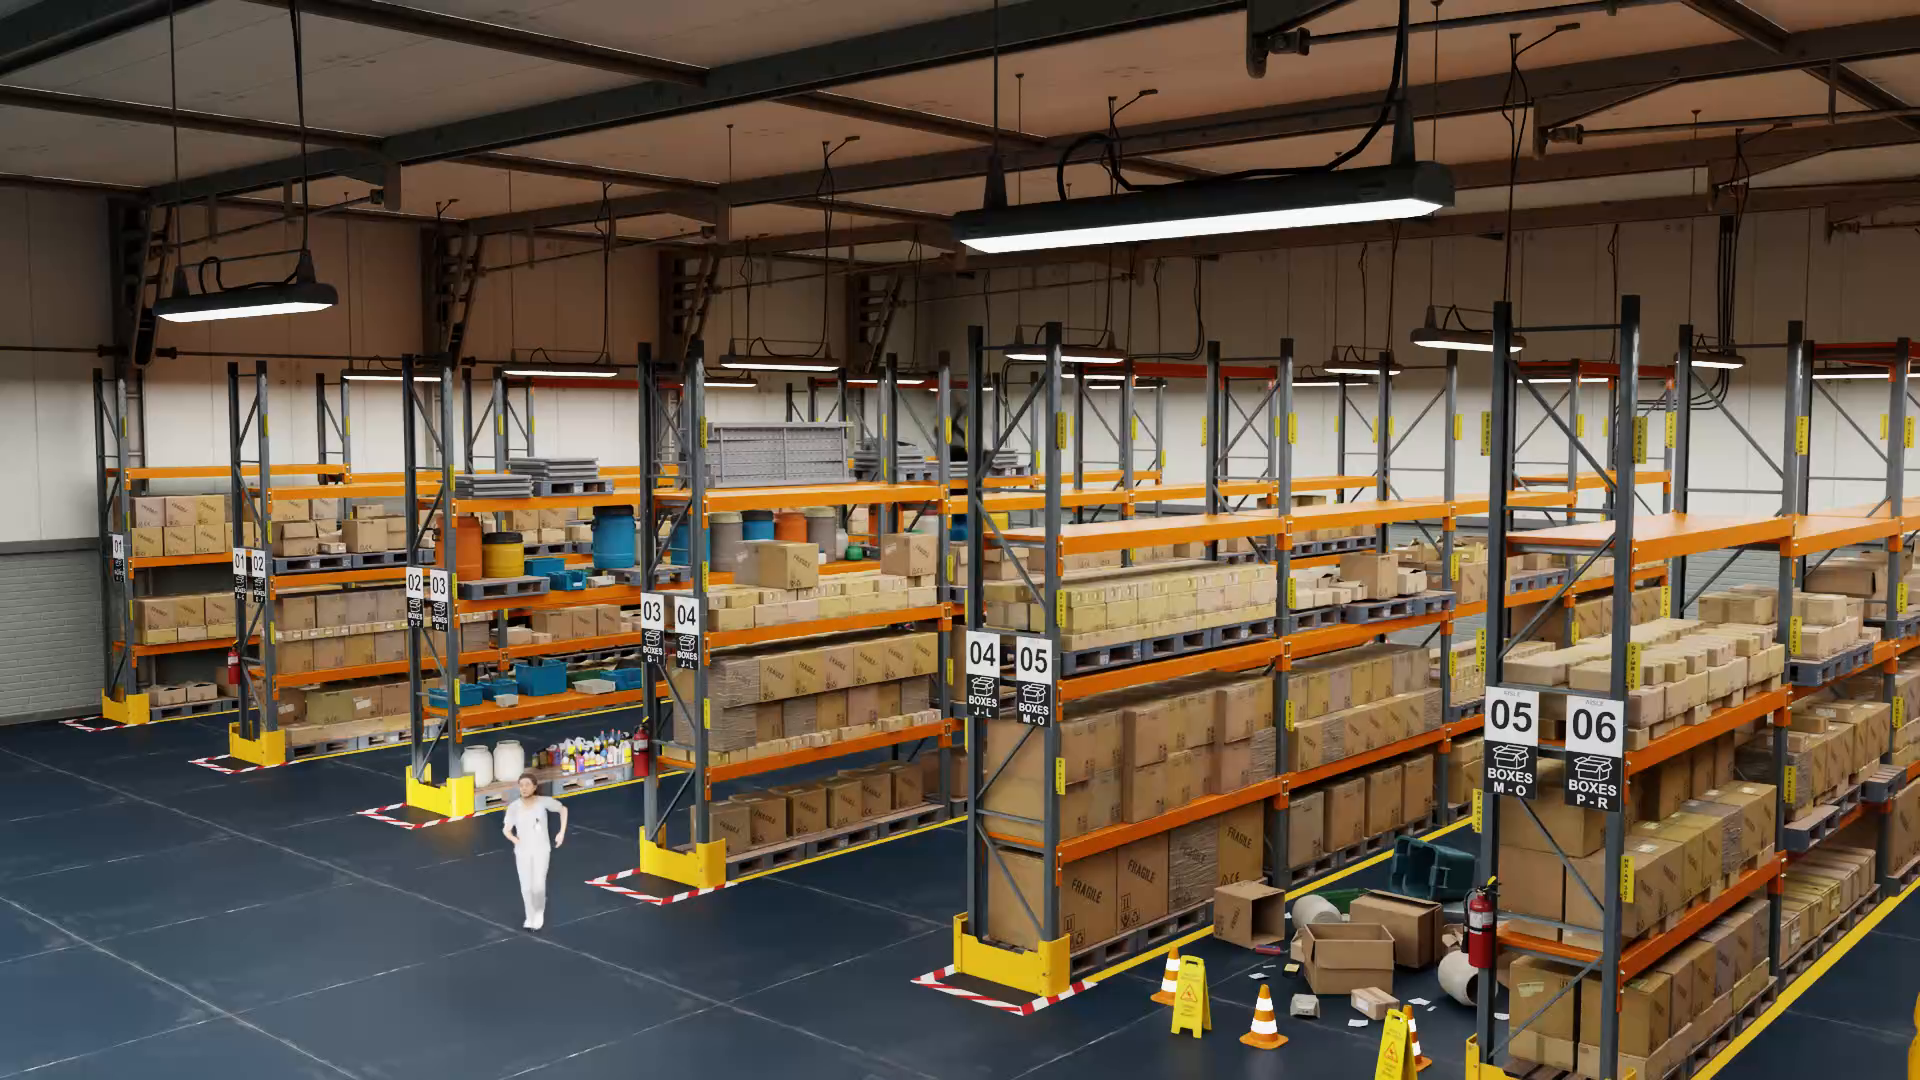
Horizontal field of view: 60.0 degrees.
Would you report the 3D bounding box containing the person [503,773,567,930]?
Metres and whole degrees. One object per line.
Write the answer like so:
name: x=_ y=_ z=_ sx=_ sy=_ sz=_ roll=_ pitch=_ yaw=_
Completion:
person: x=-4.234 y=3.117 z=16.554 sx=0.583 sy=1.620 sz=0.787 roll=0 pitch=4 yaw=-2
